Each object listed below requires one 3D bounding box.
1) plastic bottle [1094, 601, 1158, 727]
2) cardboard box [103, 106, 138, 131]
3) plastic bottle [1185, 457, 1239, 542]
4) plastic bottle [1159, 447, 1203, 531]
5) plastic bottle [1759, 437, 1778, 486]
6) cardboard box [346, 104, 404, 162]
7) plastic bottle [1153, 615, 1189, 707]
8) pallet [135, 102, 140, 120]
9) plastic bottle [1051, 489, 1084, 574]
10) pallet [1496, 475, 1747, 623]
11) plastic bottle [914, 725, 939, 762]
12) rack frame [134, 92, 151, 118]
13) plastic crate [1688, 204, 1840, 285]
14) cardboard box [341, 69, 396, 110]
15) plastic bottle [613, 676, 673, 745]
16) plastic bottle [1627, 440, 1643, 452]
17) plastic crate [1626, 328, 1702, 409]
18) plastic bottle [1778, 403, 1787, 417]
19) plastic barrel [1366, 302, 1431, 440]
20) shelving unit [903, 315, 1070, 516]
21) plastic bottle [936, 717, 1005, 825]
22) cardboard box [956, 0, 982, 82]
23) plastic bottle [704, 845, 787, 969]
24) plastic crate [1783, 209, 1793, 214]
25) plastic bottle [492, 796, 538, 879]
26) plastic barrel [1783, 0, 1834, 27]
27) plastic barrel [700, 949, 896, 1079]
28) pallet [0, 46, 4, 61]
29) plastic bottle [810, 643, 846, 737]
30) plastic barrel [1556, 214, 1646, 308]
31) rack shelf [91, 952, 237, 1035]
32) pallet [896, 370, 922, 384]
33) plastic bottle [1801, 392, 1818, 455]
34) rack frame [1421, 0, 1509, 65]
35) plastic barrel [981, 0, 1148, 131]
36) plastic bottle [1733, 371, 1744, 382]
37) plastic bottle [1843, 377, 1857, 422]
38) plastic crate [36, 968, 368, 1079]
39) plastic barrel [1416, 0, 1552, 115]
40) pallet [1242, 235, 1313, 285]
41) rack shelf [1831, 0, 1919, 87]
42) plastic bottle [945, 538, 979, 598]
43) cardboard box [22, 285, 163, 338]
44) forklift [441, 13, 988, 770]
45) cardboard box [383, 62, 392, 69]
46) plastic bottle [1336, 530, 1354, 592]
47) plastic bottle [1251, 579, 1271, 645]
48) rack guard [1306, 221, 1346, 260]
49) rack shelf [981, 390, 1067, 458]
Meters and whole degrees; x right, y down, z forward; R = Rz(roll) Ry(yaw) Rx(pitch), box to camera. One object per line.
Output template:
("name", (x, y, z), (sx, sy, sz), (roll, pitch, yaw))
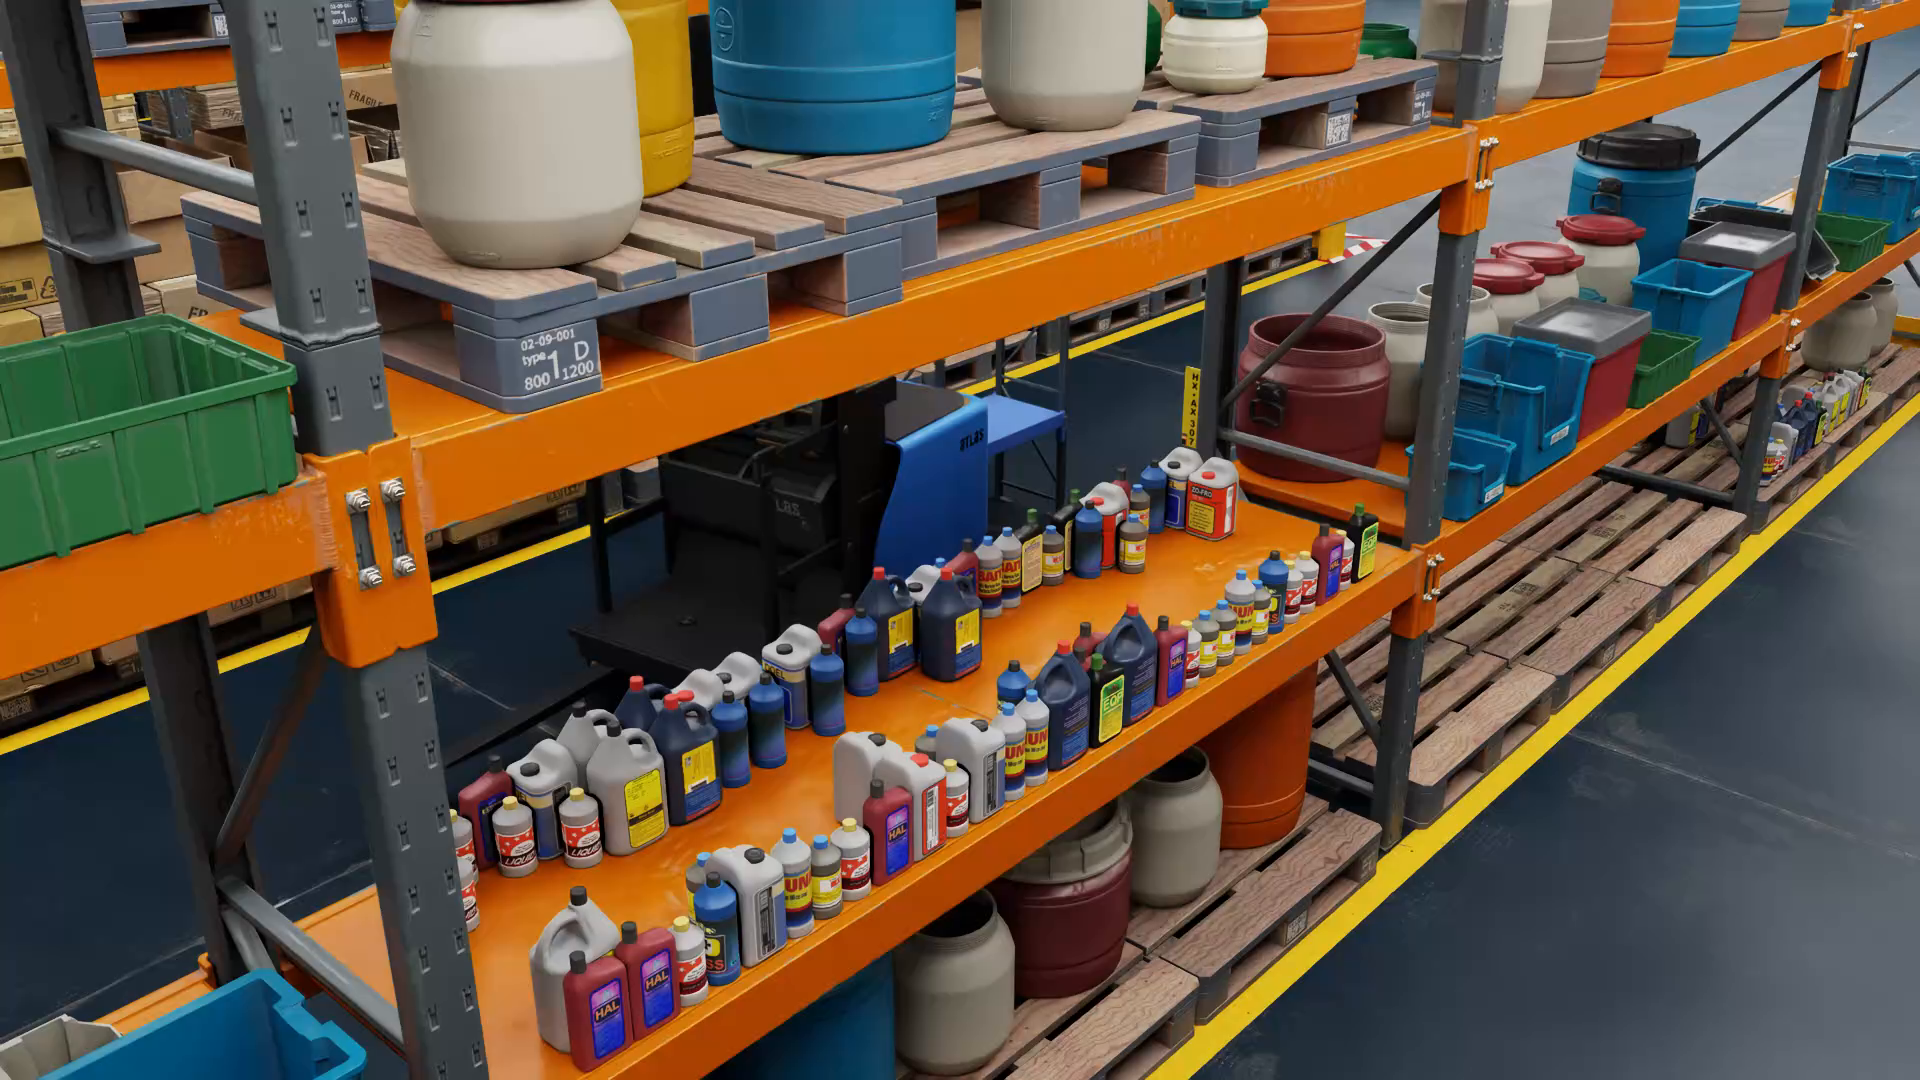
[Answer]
("plastic bottle", (0.483, 0.352, 4.859), (0.144, 0.351, 0.185), (20, 31, 38))
("cardboard box", (-5.970, -2.971, 11.640), (0.380, 0.149, 0.250), (21, 32, 39))
("plastic bottle", (0.919, -0.154, 6.078), (0.152, 0.276, 0.135), (20, 31, 38))
("plastic bottle", (0.806, -0.195, 6.171), (0.152, 0.276, 0.135), (20, 31, 38))
("plastic bottle", (4.544, -0.447, 9.379), (0.097, 0.271, 0.097), (0, 24, 0))
("cardboard box", (-2.853, -1.933, 8.546), (0.797, 0.503, 0.637), (21, 32, 39))
("plastic bottle", (0.621, 0.346, 4.955), (0.061, 0.283, 0.133), (20, 31, 38))
("pallet", (-11.225, -5.419, 21.079), (1.003, 0.211, 1.213), (20, 31, 38))
("plastic bottle", (0.374, -0.029, 5.792), (0.061, 0.283, 0.133), (20, 31, 38))
("pallet", (3.510, 0.008, 8.974), (1.003, 0.211, 1.213), (20, 31, 38))
("plastic bottle", (-0.074, 0.596, 4.498), (0.097, 0.201, 0.097), (0, 24, 0))
("rack frame", (-10.762, -6.927, 21.033), (1.000, 3.000, 0.127), (20, 31, 38))
("plastic crate", (4.449, -1.611, 9.252), (0.767, 0.338, 0.504), (20, 31, 38))
("cardboard box", (-4.804, -3.451, 13.158), (0.500, 0.500, 0.500), (20, 31, 37))
("plastic bottle", (-0.841, 0.520, 4.484), (0.144, 0.351, 0.185), (20, 31, 38))
("plastic bottle", (4.015, -0.634, 9.880), (0.097, 0.201, 0.097), (0, 24, 0))
("plastic crate", (3.053, -0.810, 7.649), (0.450, 0.188, 0.662), (20, 31, 38))
("plastic bottle", (4.860, -0.680, 9.897), (0.097, 0.271, 0.097), (0, 24, 0))
("plastic barrel", (1.863, -0.718, 7.049), (0.421, 0.512, 0.421), (0, 24, 0))
("shelving unit", (0.065, -0.717, 9.015), (0.538, 1.500, 1.048), (20, 31, 37))
("plastic bottle", (0.031, 0.590, 4.419), (0.152, 0.276, 0.135), (20, 31, 38))
("cardboard box", (-0.318, -3.128, 11.314), (1.000, 1.000, 1.000), (20, 31, 38))
("plastic bottle", (-0.497, 0.831, 3.881), (0.152, 0.276, 0.135), (20, 31, 38))
("plastic crate", (4.900, -1.958, 10.272), (0.530, 0.136, 0.437), (20, 31, 38))
("plastic bottle", (-1.120, 0.739, 4.179), (0.097, 0.201, 0.097), (0, 24, 0))
("plastic barrel", (3.828, -2.897, 7.767), (0.600, 0.901, 0.708), (20, 31, 38))
("plastic barrel", (-0.486, 1.312, 4.709), (0.600, 0.901, 0.708), (20, 31, 38))
("pallet", (-4.447, -2.003, 6.620), (0.805, 0.209, 1.217), (19, 30, 36))
("plastic bottle", (-0.381, 0.425, 4.792), (0.097, 0.271, 0.097), (0, 24, 0))
("plastic barrel", (3.203, -1.345, 8.416), (0.433, 0.535, 0.433), (0, 24, 0))
("rack shelf", (-2.669, 1.861, 2.313), (1.077, 0.370, 4.000), (20, 31, 38))
("pallet", (-1.016, -0.983, 11.185), (1.003, 0.211, 1.213), (20, 31, 38))
("plastic bottle", (4.979, -0.696, 9.837), (0.144, 0.351, 0.185), (19, 30, 35))
("rack frame", (1.336, -3.033, 5.015), (1.000, 3.000, 0.127), (20, 31, 38))
("plastic barrel", (0.265, -1.337, 4.219), (0.433, 0.535, 0.433), (0, 24, 0))
("plastic bottle", (5.164, -1.158, 11.049), (0.097, 0.201, 0.097), (0, 24, 0))
("plastic bottle", (5.494, -0.900, 10.382), (0.152, 0.276, 0.135), (19, 30, 36))
("plastic crate", (-1.392, 1.138, 2.991), (0.392, 0.384, 0.575), (20, 31, 38))
("plastic barrel", (1.771, -1.726, 5.631), (0.421, 0.512, 0.421), (0, 24, 0))
("pallet", (2.367, -2.552, 14.684), (1.003, 0.211, 1.213), (20, 31, 38))
("rack shelf", (5.340, -3.164, 9.853), (1.077, 0.370, 4.000), (20, 31, 38))
("plastic bottle", (0.001, 0.141, 5.412), (0.061, 0.283, 0.133), (20, 31, 38))
("cardboard box", (-3.860, -0.853, 7.363), (0.500, 0.500, 0.500), (19, 31, 36))
("forklift", (-1.068, -0.661, 7.141), (1.130, 2.935, 3.031), (15, 28, 30))
("cardboard box", (-4.654, -4.136, 13.464), (0.700, 0.500, 0.500), (20, 31, 37))
("plastic bottle", (1.293, 0.065, 5.681), (0.097, 0.201, 0.097), (0, 24, 0))
("plastic bottle", (0.944, 0.224, 5.326), (0.097, 0.201, 0.097), (0, 24, 0))
("rack guard", (2.936, -2.922, 15.155), (1.175, 0.500, 0.348), (20, 31, 38))
("rack shelf", (0.065, -0.553, 9.089), (0.538, 0.185, 1.000), (20, 31, 37))
